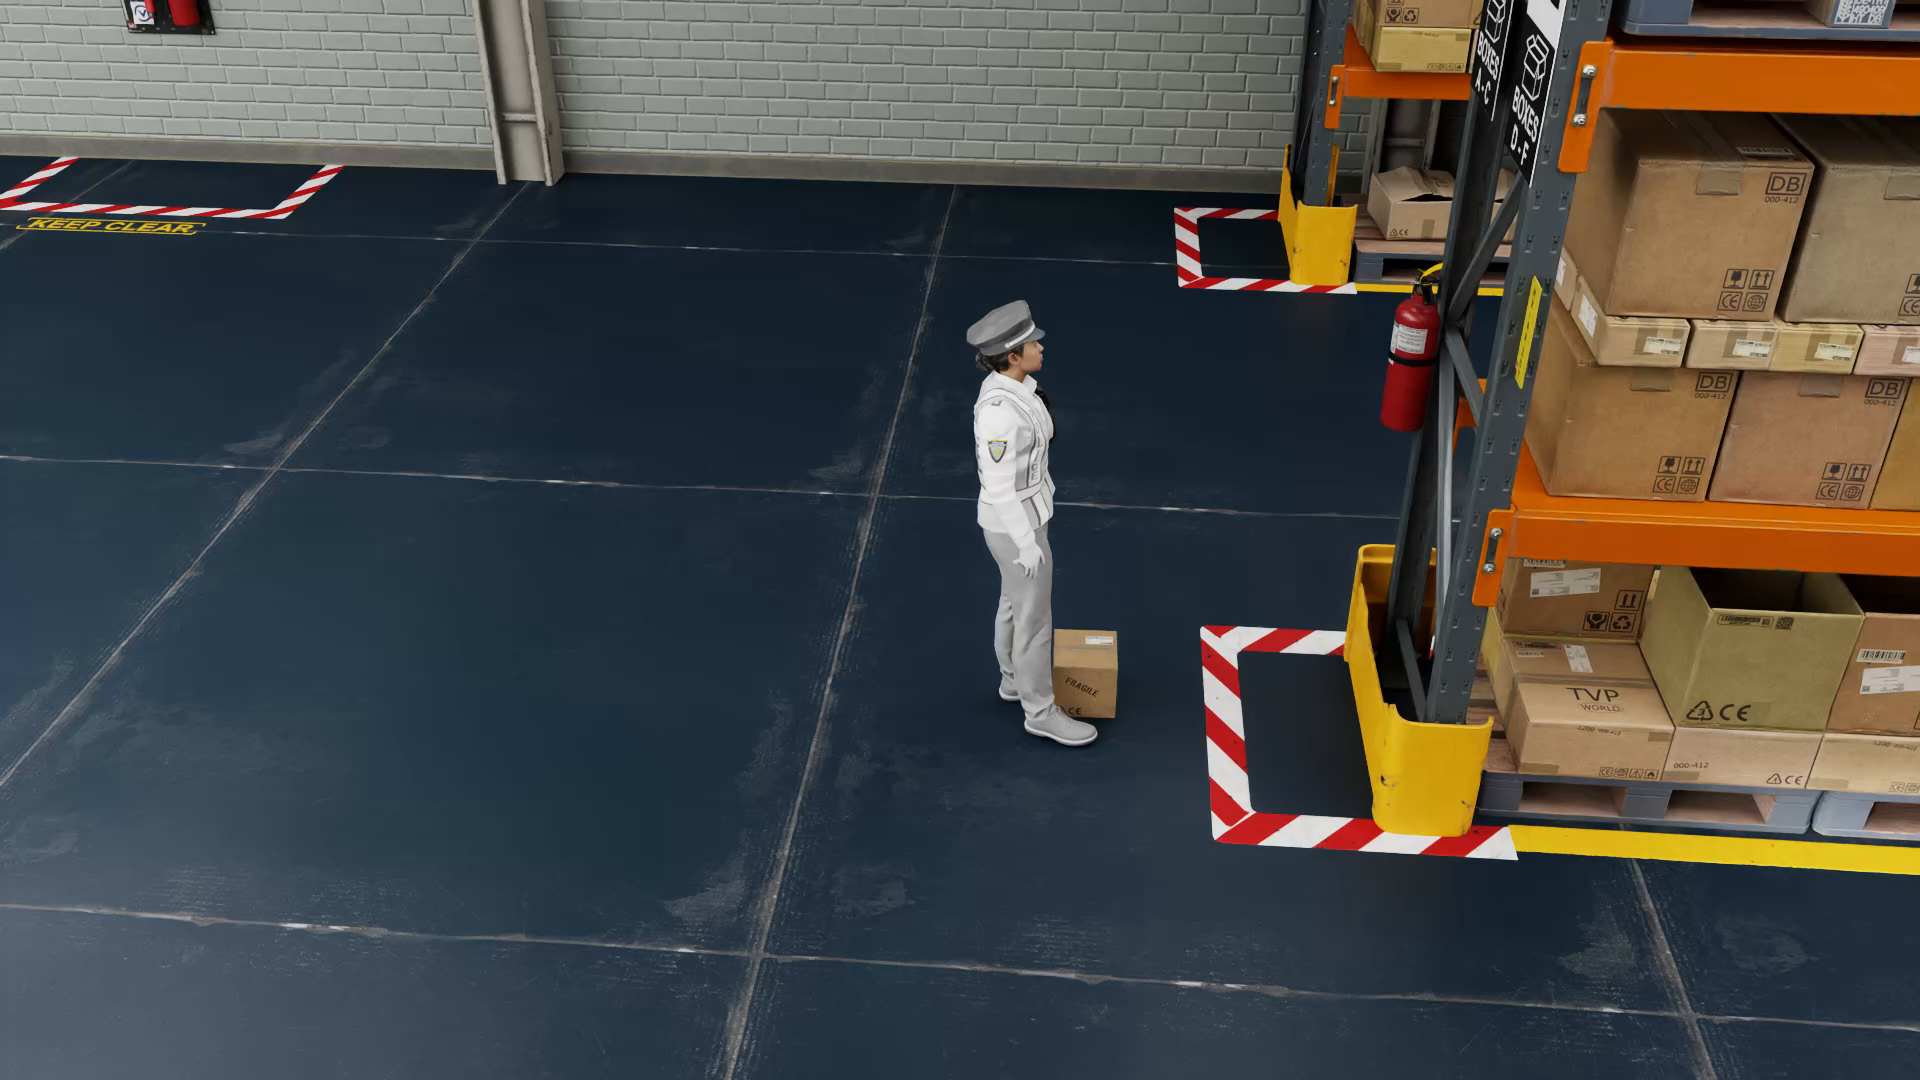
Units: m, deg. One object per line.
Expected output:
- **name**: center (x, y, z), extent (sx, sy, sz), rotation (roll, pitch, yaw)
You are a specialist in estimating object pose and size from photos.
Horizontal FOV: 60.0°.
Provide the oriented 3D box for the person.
- **person**: center (0.286, -0.081, 6.218), extent (0.533, 1.697, 0.588), rotation (3, 32, 4)
